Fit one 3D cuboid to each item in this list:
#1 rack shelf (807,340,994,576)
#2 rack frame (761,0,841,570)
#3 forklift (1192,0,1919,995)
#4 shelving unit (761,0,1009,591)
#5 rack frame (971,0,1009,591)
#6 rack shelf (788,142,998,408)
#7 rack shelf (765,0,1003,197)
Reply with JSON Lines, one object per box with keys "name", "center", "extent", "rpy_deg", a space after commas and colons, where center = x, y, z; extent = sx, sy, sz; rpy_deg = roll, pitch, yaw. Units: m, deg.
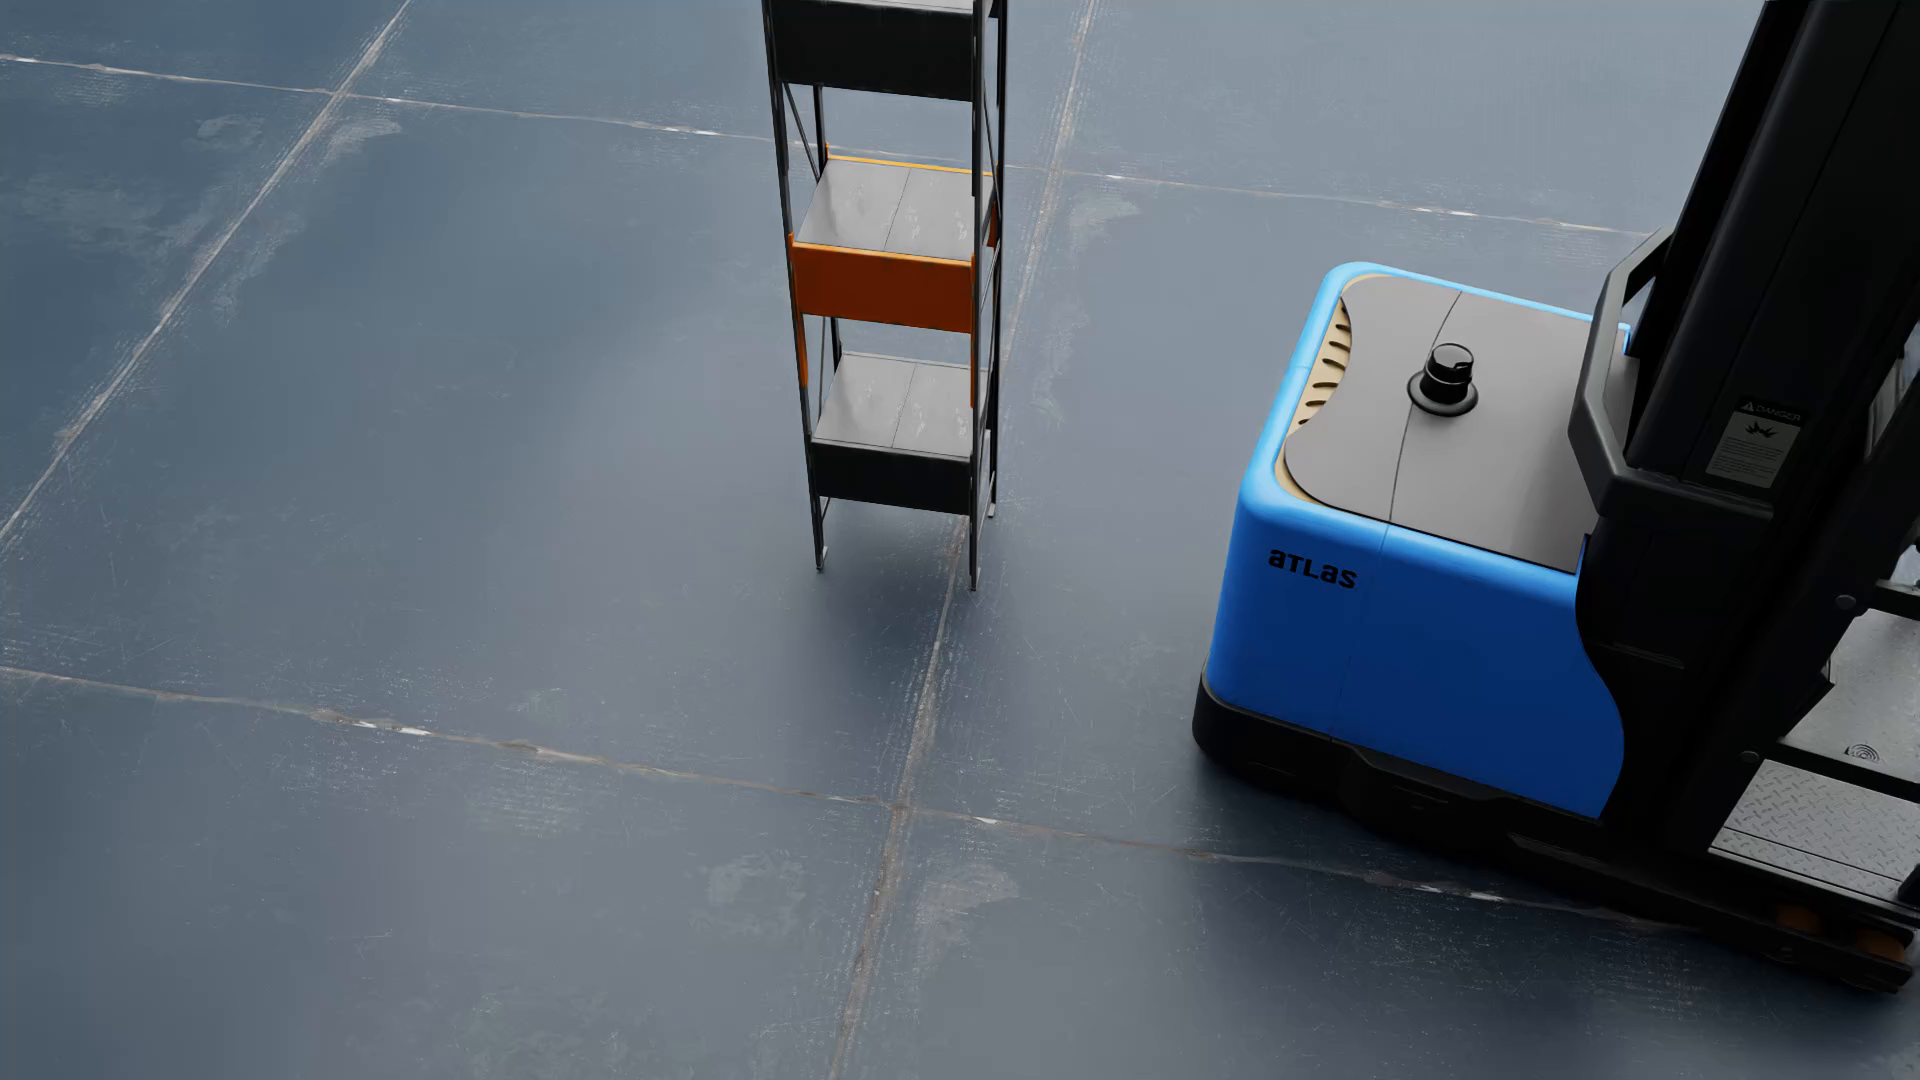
{"name": "rack shelf", "center": [-0.163, -0.247, 5.019], "extent": [0.480, 0.518, 0.431], "rpy_deg": [8, 49, 7]}
{"name": "rack frame", "center": [-0.403, -0.756, 4.518], "extent": [0.015, 2.100, 0.400], "rpy_deg": [8, 49, 7]}
{"name": "forklift", "center": [2.221, -0.292, 3.542], "extent": [3.031, 2.935, 1.130], "rpy_deg": [17, 50, 14]}
{"name": "shelving unit", "center": [-0.163, -0.724, 4.489], "extent": [0.503, 2.100, 0.431], "rpy_deg": [8, 49, 7]}
{"name": "rack frame", "center": [0.077, -0.691, 4.460], "extent": [0.015, 2.100, 0.400], "rpy_deg": [8, 49, 7]}
{"name": "rack shelf", "center": [-0.163, -0.715, 4.499], "extent": [0.480, 0.518, 0.431], "rpy_deg": [8, 49, 7]}
{"name": "rack shelf", "center": [-0.163, -1.182, 3.978], "extent": [0.480, 0.518, 0.431], "rpy_deg": [8, 49, 7]}
